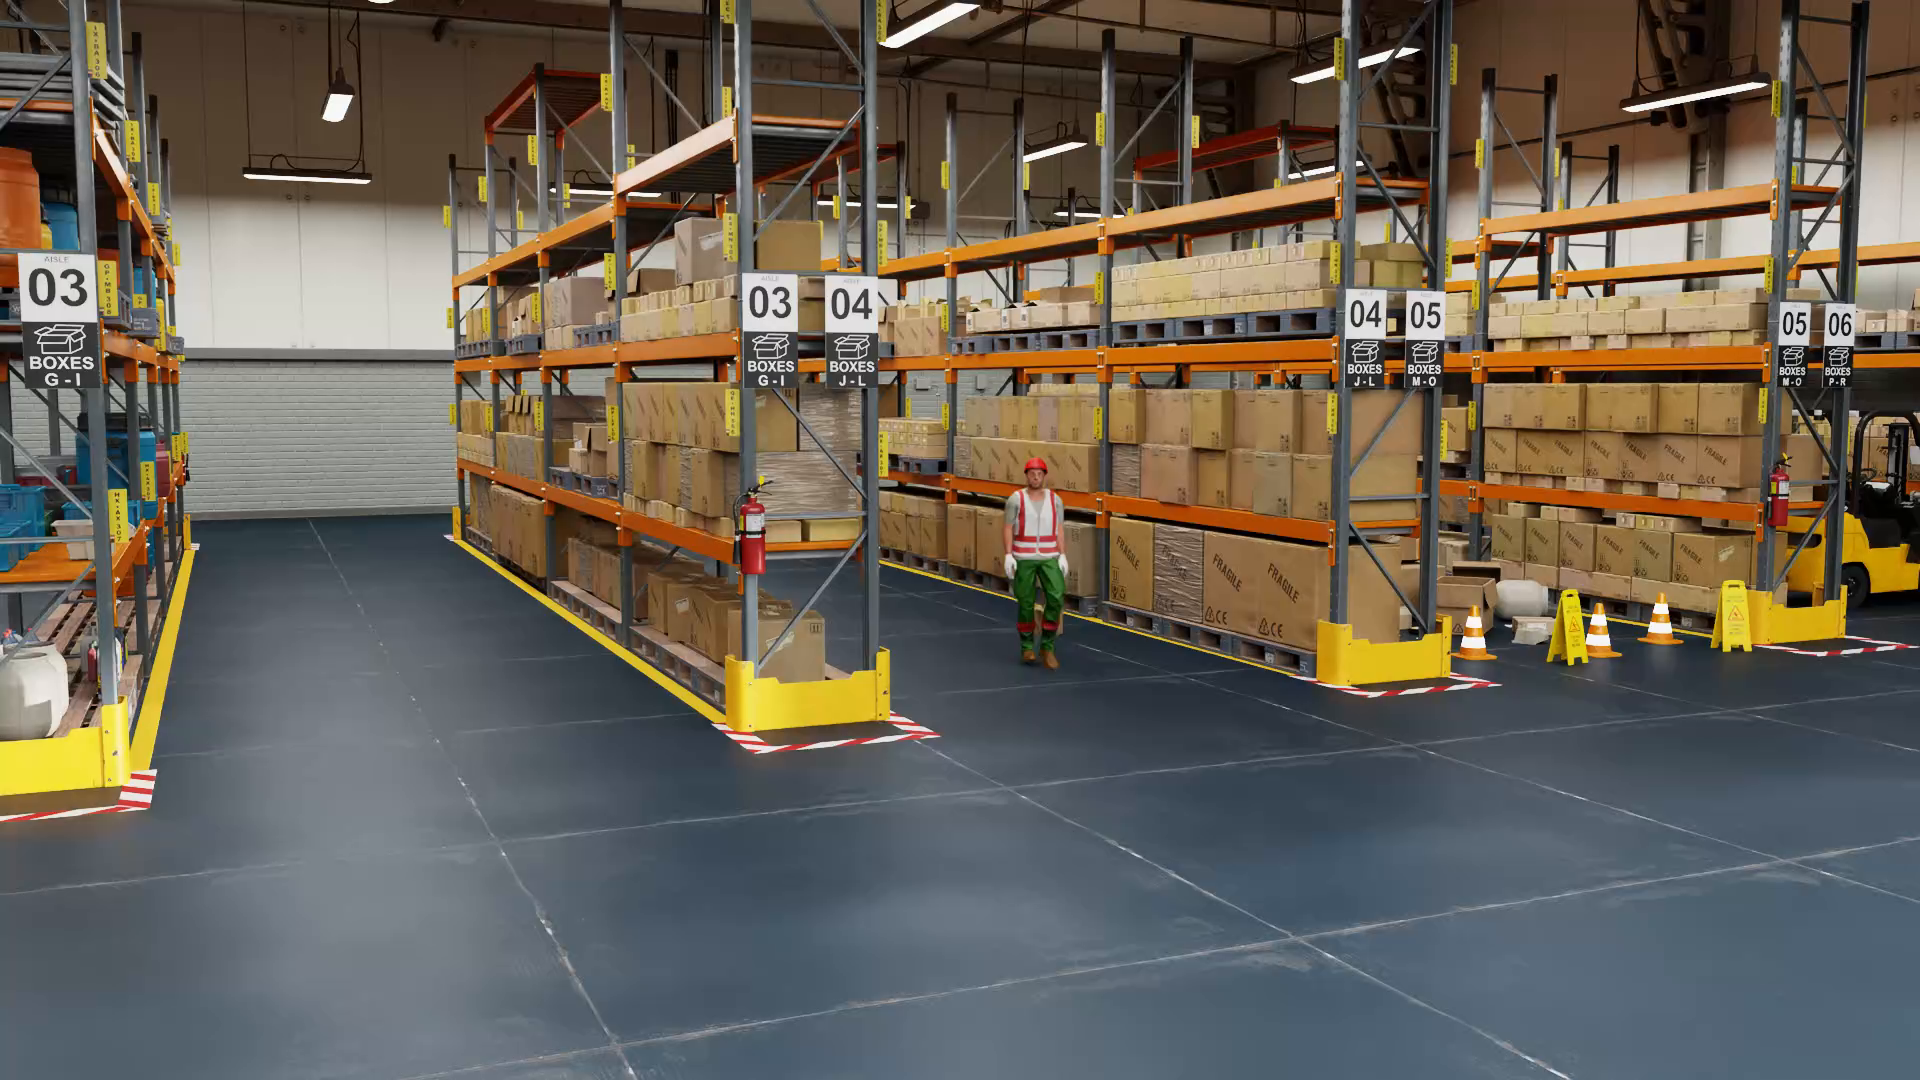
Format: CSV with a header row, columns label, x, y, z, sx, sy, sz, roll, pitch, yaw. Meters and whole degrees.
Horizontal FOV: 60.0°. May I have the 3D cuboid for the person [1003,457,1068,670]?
label,x,y,z,sx,sy,sz,roll,pitch,yaw
person,0.663,0.206,14.379,0.588,1.843,0.519,0,5,-5
